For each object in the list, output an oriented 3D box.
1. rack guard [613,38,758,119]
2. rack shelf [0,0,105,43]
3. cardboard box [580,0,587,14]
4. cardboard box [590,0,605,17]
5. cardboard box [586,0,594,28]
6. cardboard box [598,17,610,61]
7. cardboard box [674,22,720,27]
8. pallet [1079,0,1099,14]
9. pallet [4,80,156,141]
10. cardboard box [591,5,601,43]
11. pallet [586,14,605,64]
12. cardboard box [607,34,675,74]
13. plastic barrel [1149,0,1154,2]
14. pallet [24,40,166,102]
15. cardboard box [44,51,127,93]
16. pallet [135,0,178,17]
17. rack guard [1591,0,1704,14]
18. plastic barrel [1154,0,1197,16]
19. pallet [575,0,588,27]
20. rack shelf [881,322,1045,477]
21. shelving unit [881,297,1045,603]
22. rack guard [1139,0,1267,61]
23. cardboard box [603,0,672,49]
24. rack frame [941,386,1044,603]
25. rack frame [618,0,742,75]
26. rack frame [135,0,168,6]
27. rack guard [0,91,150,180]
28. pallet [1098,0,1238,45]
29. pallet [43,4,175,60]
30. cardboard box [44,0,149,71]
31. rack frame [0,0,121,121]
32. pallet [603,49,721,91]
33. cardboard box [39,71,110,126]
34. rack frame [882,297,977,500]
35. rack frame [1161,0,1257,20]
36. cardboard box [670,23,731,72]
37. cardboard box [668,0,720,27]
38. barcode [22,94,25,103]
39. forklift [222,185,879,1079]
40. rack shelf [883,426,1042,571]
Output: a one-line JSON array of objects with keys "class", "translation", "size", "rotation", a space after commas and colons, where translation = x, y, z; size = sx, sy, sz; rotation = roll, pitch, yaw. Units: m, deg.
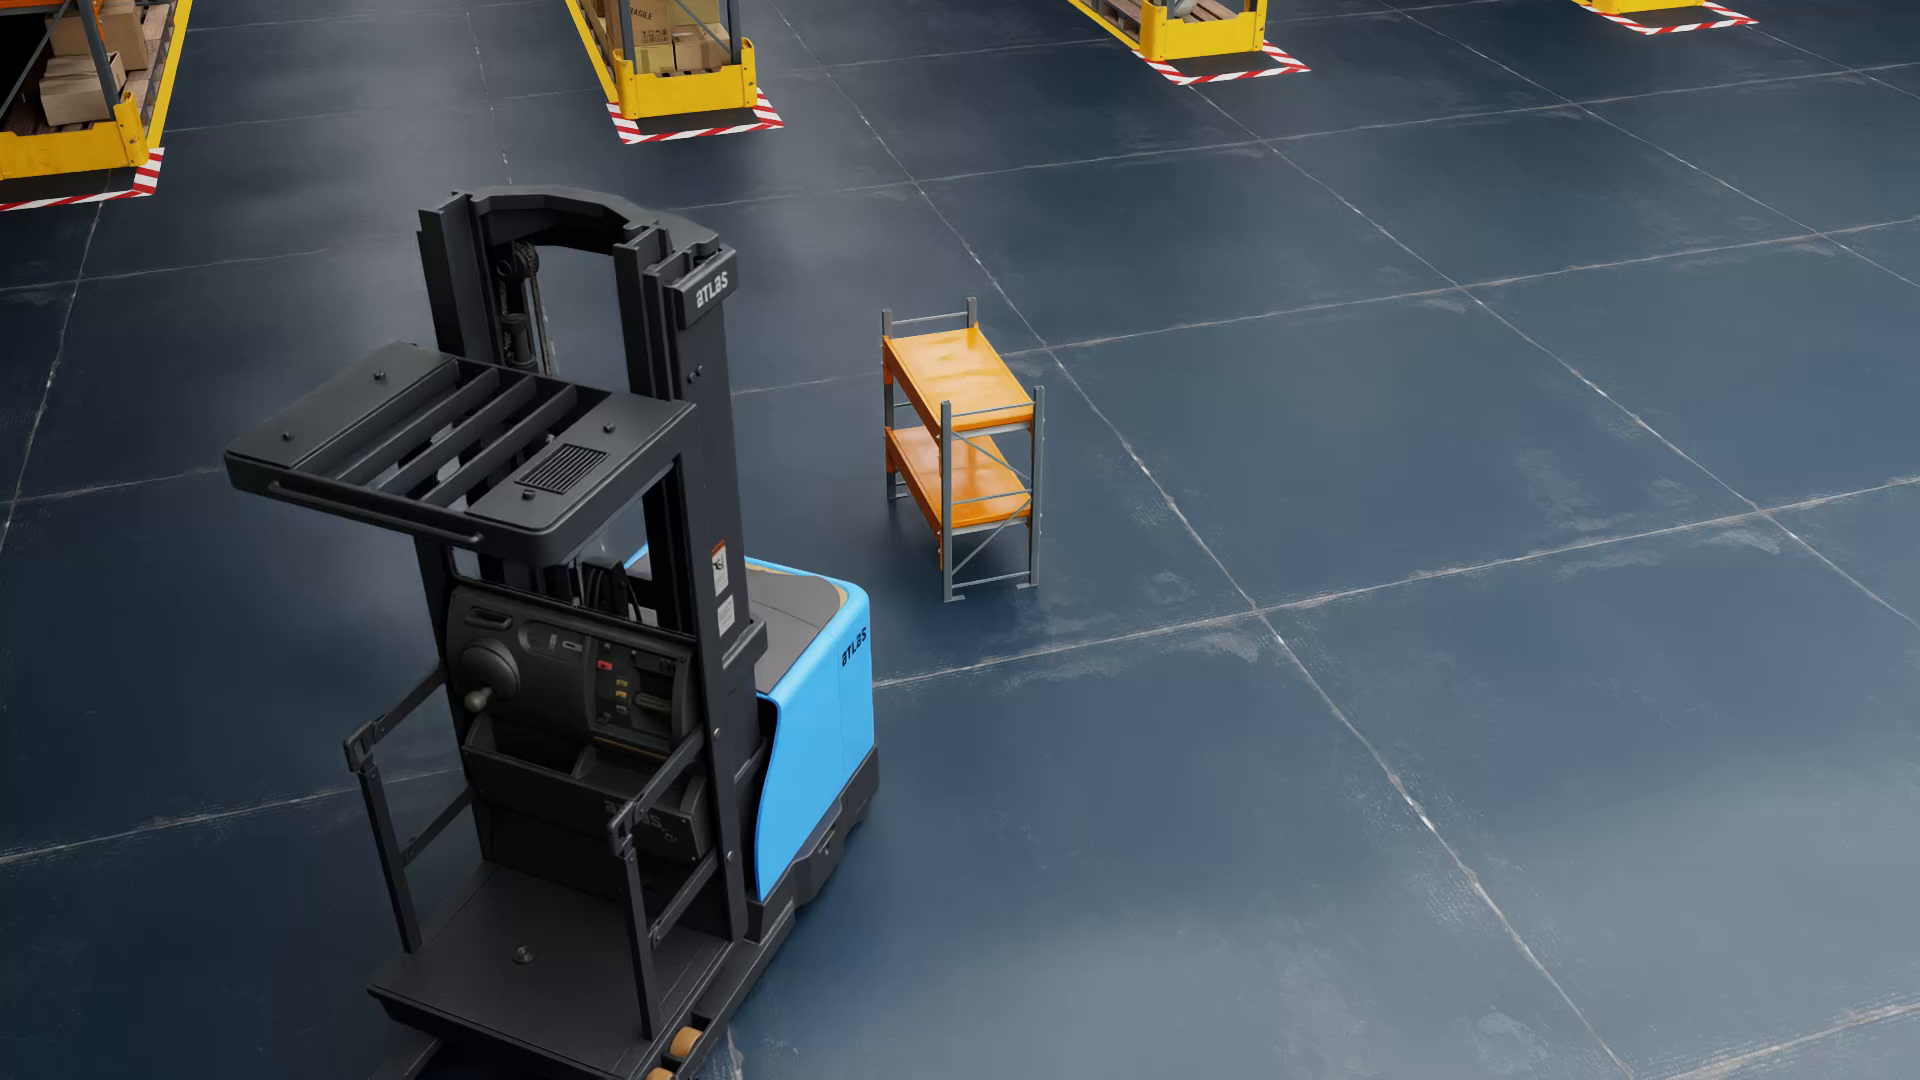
[{"class": "rack guard", "translation": [-2.357, -3.976, 14.314], "size": [1.175, 0.500, 0.348], "rotation": [-10, 35, -15]}, {"class": "rack shelf", "translation": [-7.691, -4.947, 14.168], "size": [1.077, 0.370, 4.000], "rotation": [-10, 35, -15]}, {"class": "cardboard box", "translation": [-3.437, -5.339, 16.221], "size": [0.500, 0.250, 0.500], "rotation": [-10, 35, -15]}, {"class": "cardboard box", "translation": [-3.130, -5.127, 15.221], "size": [0.500, 0.500, 0.500], "rotation": [-10, 35, -15]}, {"class": "cardboard box", "translation": [-3.278, -5.077, 15.826], "size": [0.500, 0.250, 0.500], "rotation": [-10, 35, -15]}, {"class": "cardboard box", "translation": [-2.973, -4.552, 15.031], "size": [0.500, 0.250, 0.500], "rotation": [-10, 35, -15]}, {"class": "cardboard box", "translation": [-2.472, -4.641, 15.165], "size": [0.500, 0.250, 0.500], "rotation": [-10, 35, -15]}, {"class": "pallet", "translation": [1.675, -5.798, 17.333], "size": [1.003, 0.211, 1.213], "rotation": [-10, 35, -15]}, {"class": "pallet", "translation": [-7.318, -3.506, 13.864], "size": [1.003, 0.211, 1.213], "rotation": [-10, 35, -15]}, {"class": "cardboard box", "translation": [-3.128, -4.814, 15.428], "size": [0.500, 0.250, 0.500], "rotation": [-10, 35, -15]}, {"class": "pallet", "translation": [-3.006, -4.902, 15.977], "size": [1.003, 0.211, 1.213], "rotation": [-10, 35, -15]}, {"class": "cardboard box", "translation": [-2.809, -4.292, 14.637], "size": [0.500, 0.250, 0.500], "rotation": [-10, 35, -15]}, {"class": "plastic barrel", "translation": [1.928, -5.596, 16.373], "size": [0.421, 0.512, 0.421], "rotation": [0, 33, 0]}, {"class": "pallet", "translation": [-7.687, -4.145, 14.831], "size": [1.003, 0.211, 1.213], "rotation": [-10, 35, -15]}, {"class": "cardboard box", "translation": [-7.380, -3.936, 14.026], "size": [0.500, 0.311, 0.500], "rotation": [-7, 34, -11]}, {"class": "pallet", "translation": [-8.540, -5.542, 16.945], "size": [1.003, 0.211, 1.213], "rotation": [-10, 35, -15]}, {"class": "rack guard", "translation": [7.048, -5.693, 16.911], "size": [1.175, 0.500, 0.348], "rotation": [-10, 35, -15]}, {"class": "plastic barrel", "translation": [2.080, -5.333, 15.975], "size": [0.421, 0.512, 0.421], "rotation": [0, 33, 0]}, {"class": "pallet", "translation": [-3.382, -5.544, 16.948], "size": [1.003, 0.211, 1.213], "rotation": [-10, 35, -15]}, {"class": "rack shelf", "translation": [-0.002, -0.717, 8.284], "size": [0.538, 0.278, 1.000], "rotation": [-10, 35, -15]}, {"class": "shelving unit", "translation": [-0.002, -0.473, 8.445], "size": [0.538, 1.125, 1.048], "rotation": [-10, 35, -15]}, {"class": "rack guard", "translation": [2.286, -4.852, 15.639], "size": [1.175, 0.500, 0.348], "rotation": [-10, 35, -15]}, {"class": "cardboard box", "translation": [-2.811, -4.604, 14.430], "size": [0.500, 0.500, 0.500], "rotation": [-10, 35, -15]}, {"class": "rack frame", "translation": [0.153, -0.206, 8.041], "size": [0.500, 1.125, 0.032], "rotation": [-10, 35, -15]}, {"class": "rack frame", "translation": [-2.364, -5.032, 13.644], "size": [1.000, 3.000, 0.127], "rotation": [-10, 35, -15]}, {"class": "rack frame", "translation": [-8.301, -6.297, 15.558], "size": [1.000, 3.000, 0.127], "rotation": [-10, 35, -15]}, {"class": "rack guard", "translation": [-7.104, -3.194, 13.130], "size": [1.175, 0.500, 0.348], "rotation": [-10, 35, -15]}, {"class": "pallet", "translation": [2.043, -5.159, 16.365], "size": [1.003, 0.211, 1.213], "rotation": [-10, 35, -15]}, {"class": "pallet", "translation": [-8.063, -4.787, 15.802], "size": [1.003, 0.211, 1.213], "rotation": [-10, 35, -15]}, {"class": "cardboard box", "translation": [-7.556, -4.409, 14.569], "size": [0.700, 0.500, 0.500], "rotation": [-12, 35, -18]}, {"class": "rack frame", "translation": [-7.081, -4.197, 12.380], "size": [1.000, 3.000, 0.127], "rotation": [-10, 35, -15]}, {"class": "pallet", "translation": [-2.638, -4.263, 15.009], "size": [1.003, 0.211, 1.213], "rotation": [-10, 35, -15]}, {"class": "cardboard box", "translation": [-7.206, -3.637, 13.573], "size": [0.500, 0.311, 0.500], "rotation": [-14, 36, -20]}, {"class": "rack frame", "translation": [-0.157, -0.740, 8.849], "size": [0.500, 1.125, 0.032], "rotation": [-10, 35, -15]}, {"class": "rack frame", "translation": [2.354, -5.863, 14.901], "size": [1.000, 3.000, 0.127], "rotation": [-10, 35, -15]}, {"class": "cardboard box", "translation": [-2.316, -4.379, 14.769], "size": [0.500, 0.250, 0.500], "rotation": [-10, 35, -15]}, {"class": "cardboard box", "translation": [-2.471, -4.954, 14.959], "size": [0.500, 0.500, 0.500], "rotation": [-10, 35, -15]}, {"class": "barcode", "translation": [-7.593, -3.583, 13.483], "size": [0.001, 0.075, 0.075], "rotation": [-10, 35, -15]}, {"class": "forklift", "translation": [-1.383, 0.498, 5.338], "size": [1.130, 2.935, 3.031], "rotation": [13, 36, 19]}, {"class": "rack shelf", "translation": [-0.002, -0.269, 8.580], "size": [0.538, 0.278, 1.000], "rotation": [-10, 35, -15]}]
